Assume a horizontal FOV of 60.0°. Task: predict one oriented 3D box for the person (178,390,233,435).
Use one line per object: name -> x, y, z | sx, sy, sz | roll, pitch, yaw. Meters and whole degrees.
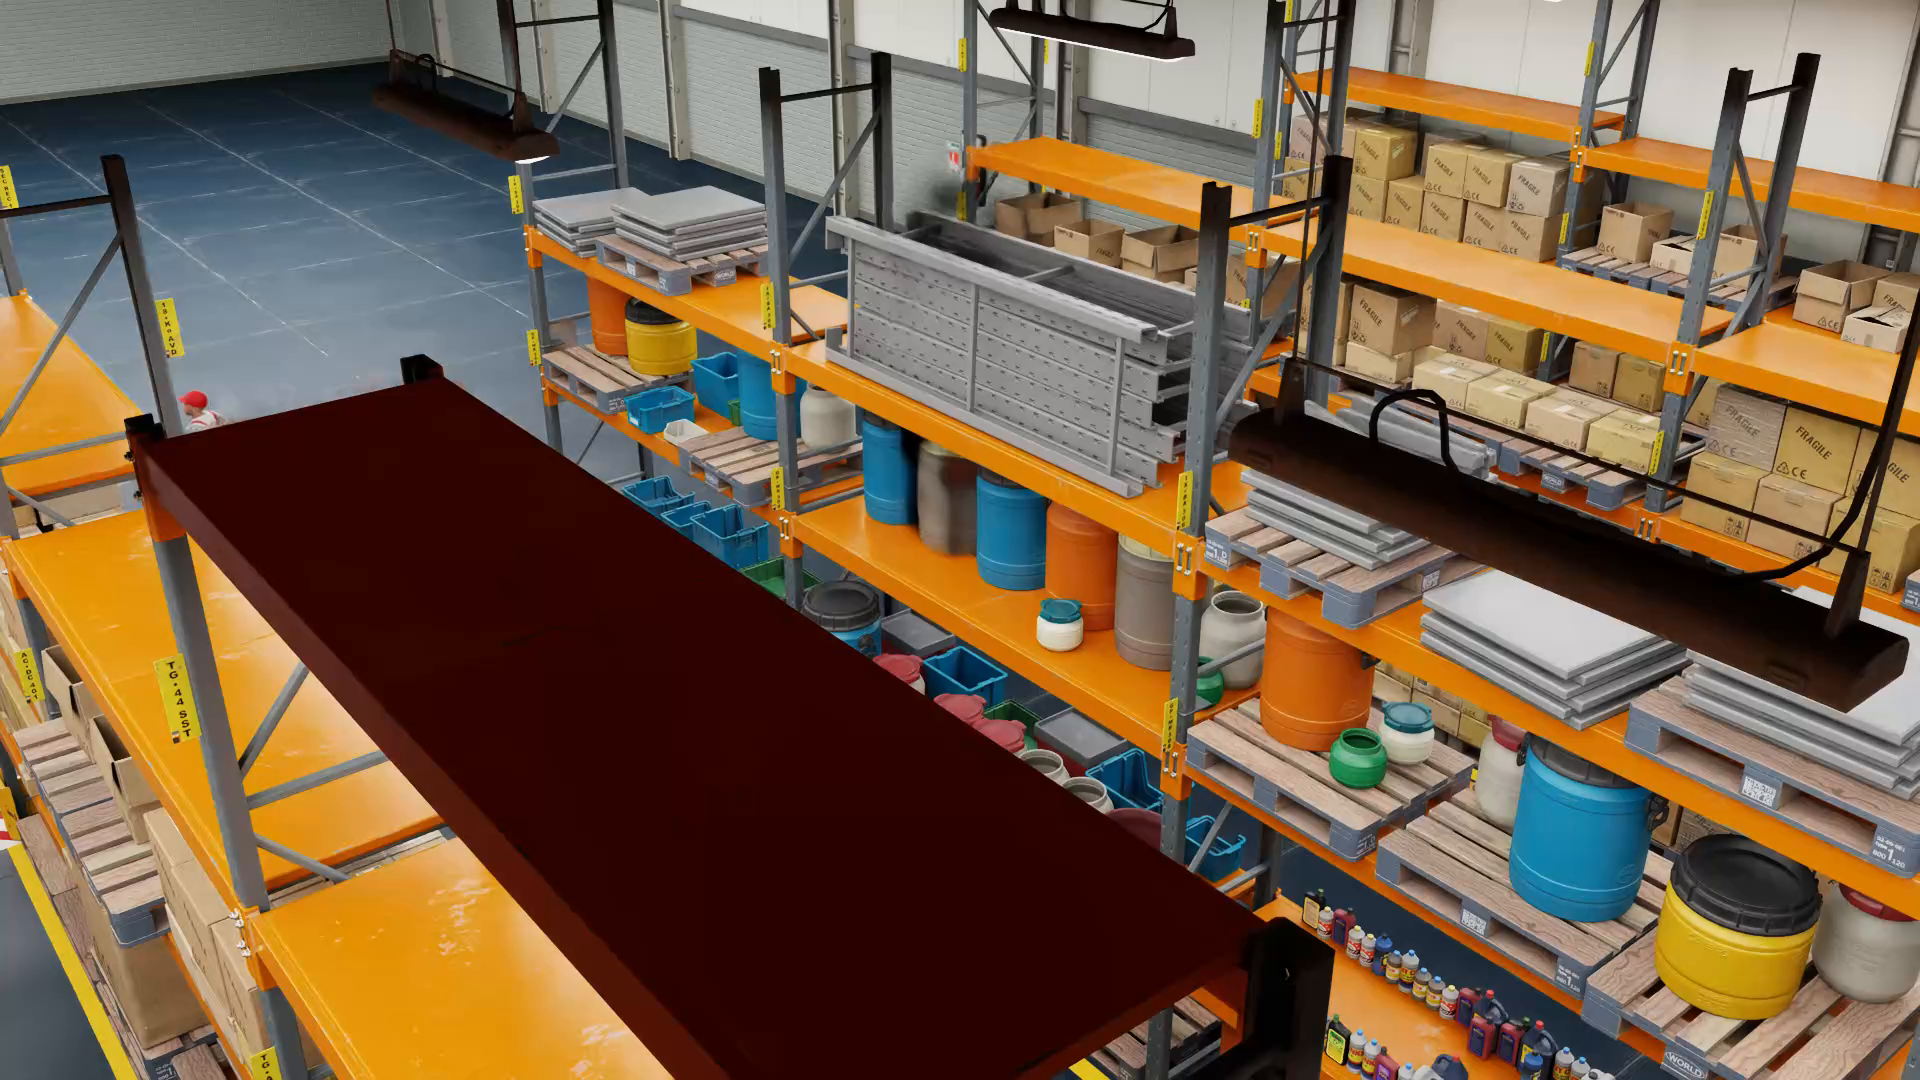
person -> -7.989, -0.740, 17.691 | 0.909, 1.817, 0.655 | -7, 27, -13
